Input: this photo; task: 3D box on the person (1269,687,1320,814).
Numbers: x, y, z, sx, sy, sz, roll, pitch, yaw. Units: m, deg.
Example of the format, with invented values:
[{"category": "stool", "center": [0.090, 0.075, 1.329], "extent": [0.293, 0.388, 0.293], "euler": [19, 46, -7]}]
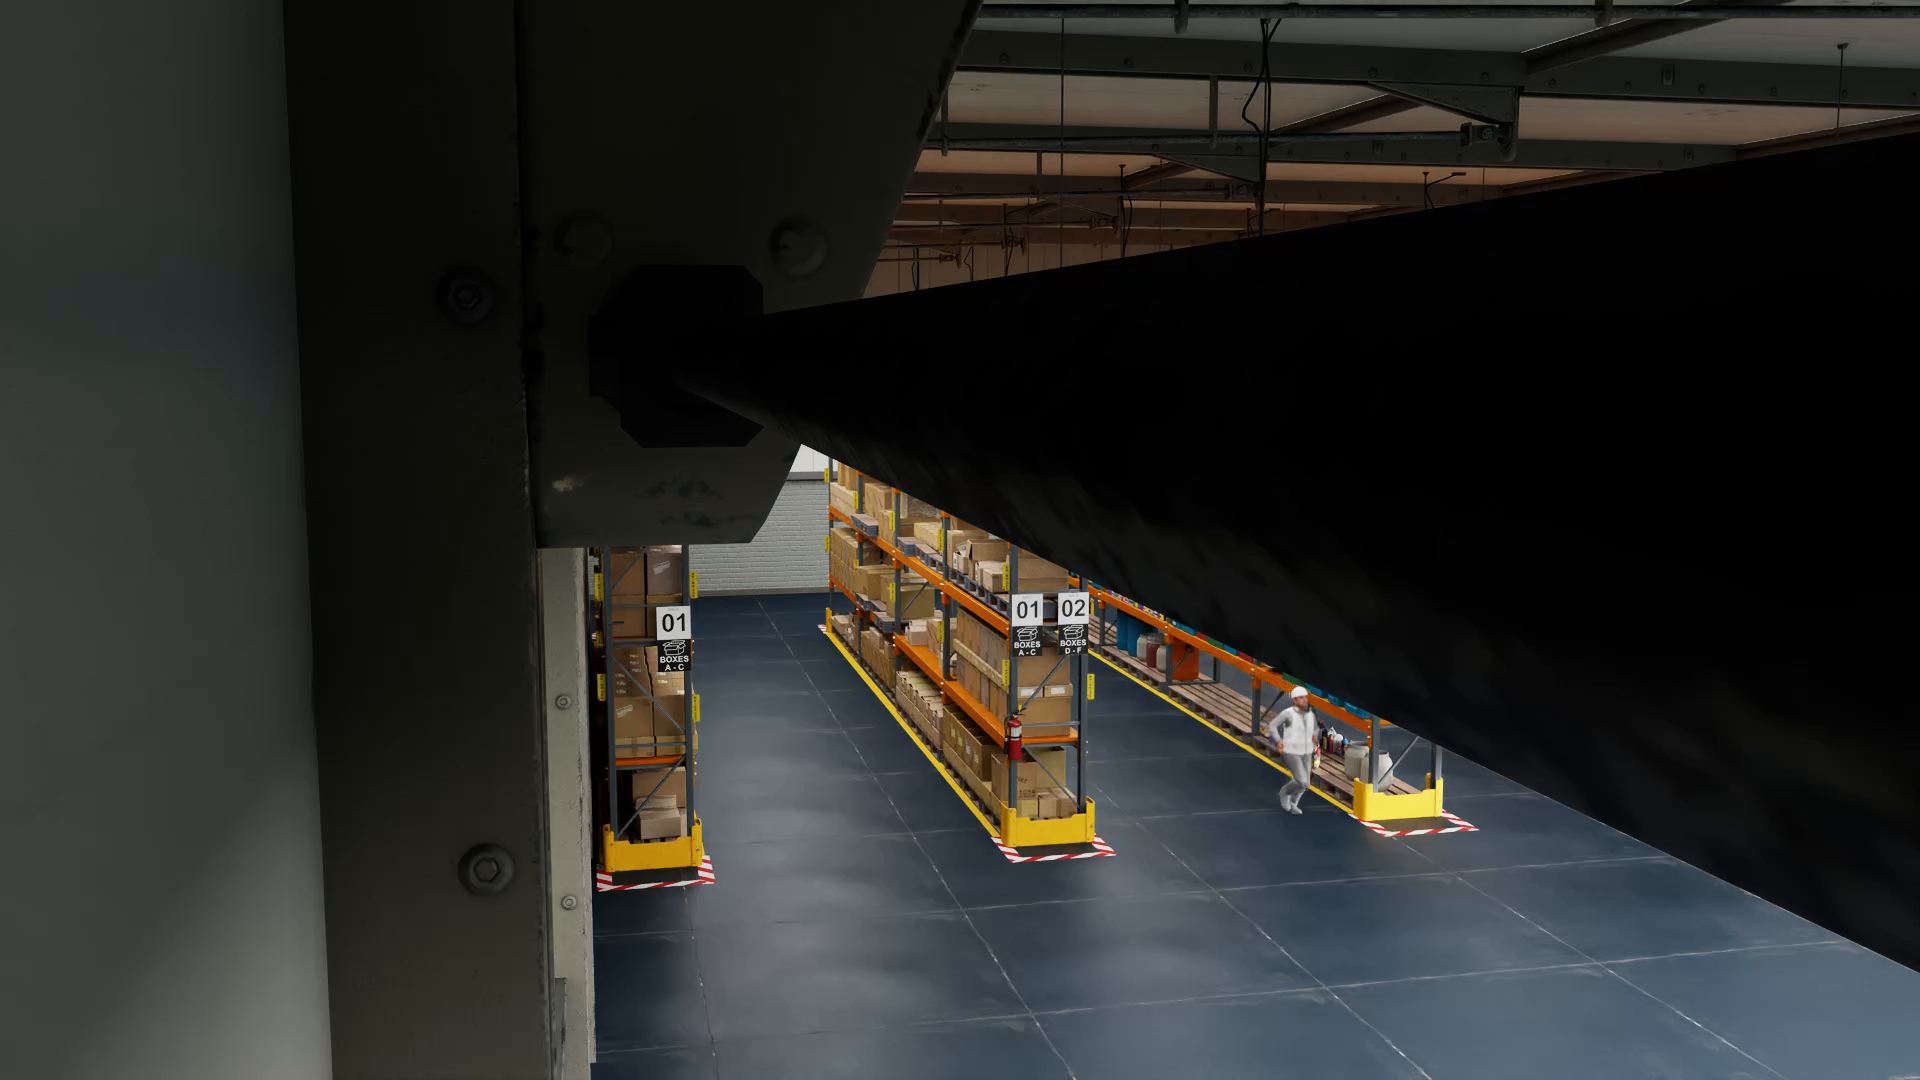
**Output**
[{"category": "person", "center": [4.551, 2.832, 22.223], "extent": [0.660, 1.729, 0.575], "euler": [-4, 8, -28]}]
